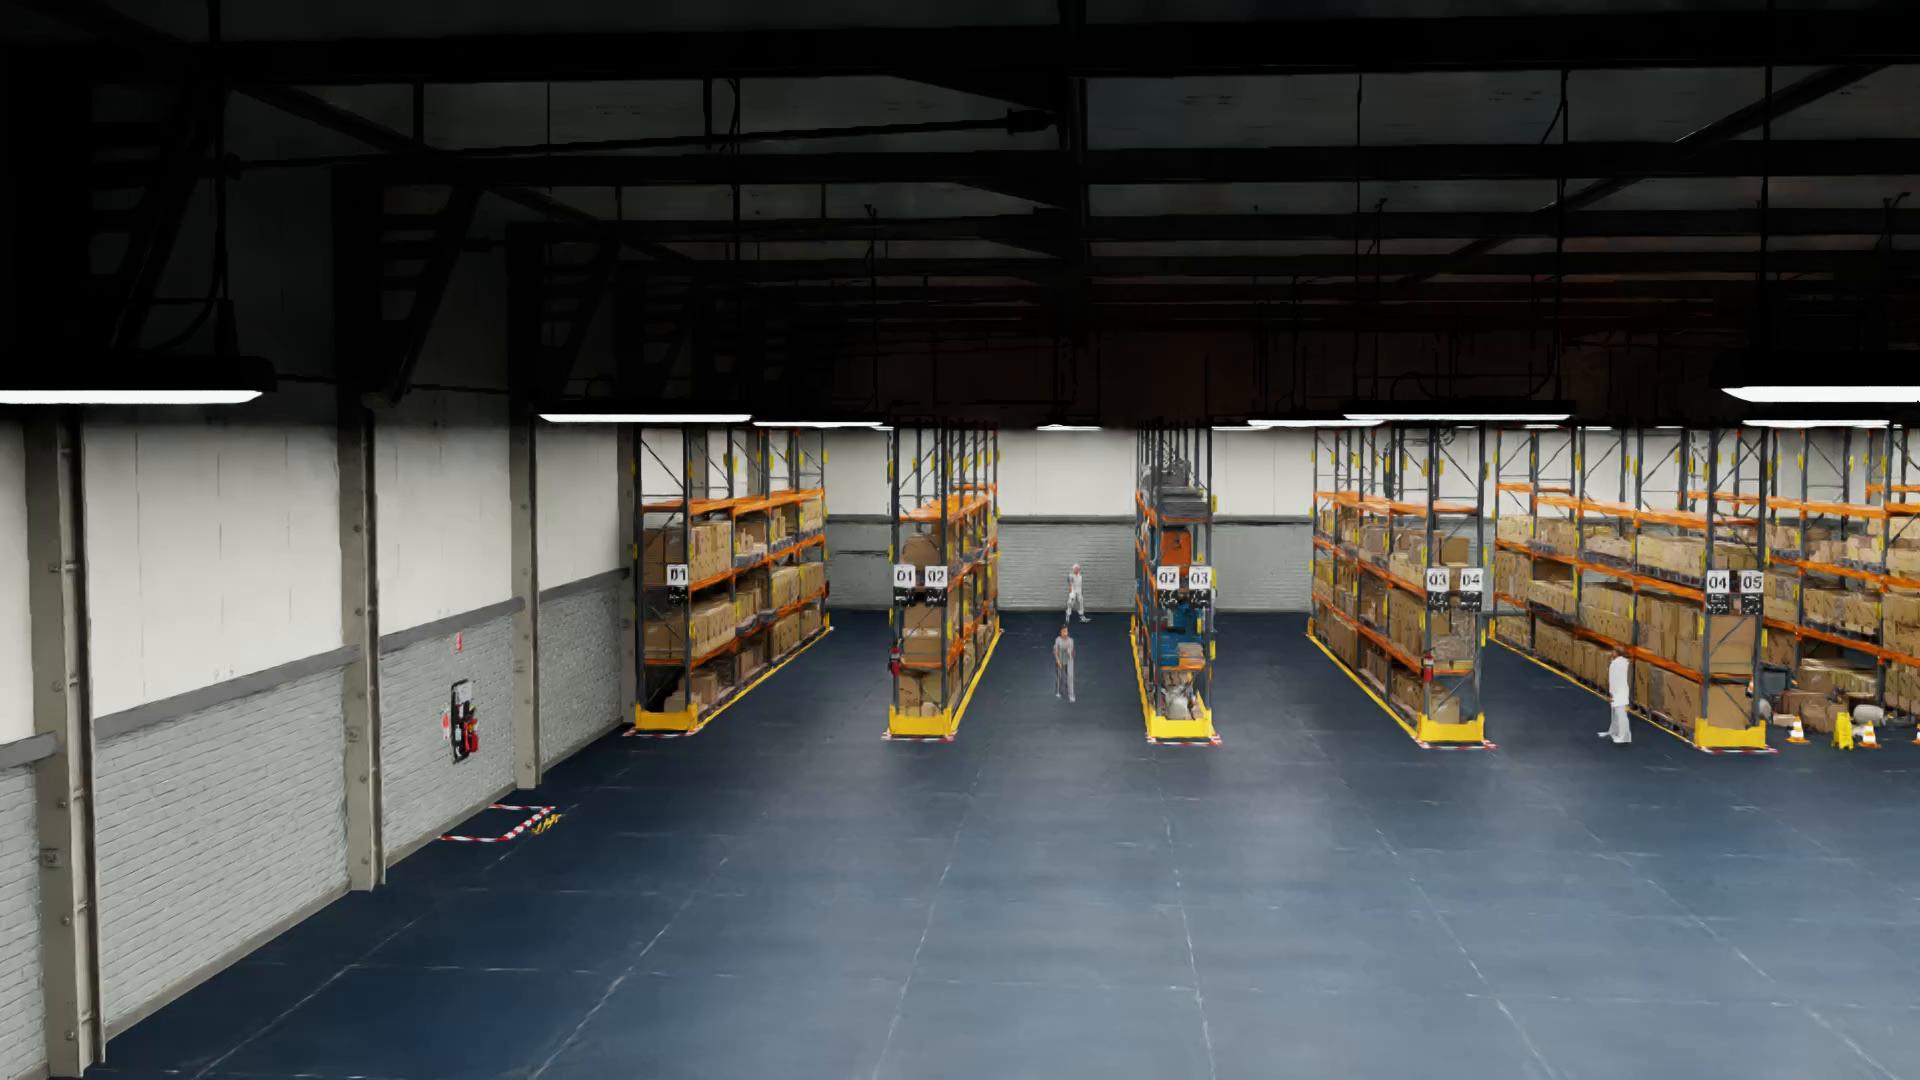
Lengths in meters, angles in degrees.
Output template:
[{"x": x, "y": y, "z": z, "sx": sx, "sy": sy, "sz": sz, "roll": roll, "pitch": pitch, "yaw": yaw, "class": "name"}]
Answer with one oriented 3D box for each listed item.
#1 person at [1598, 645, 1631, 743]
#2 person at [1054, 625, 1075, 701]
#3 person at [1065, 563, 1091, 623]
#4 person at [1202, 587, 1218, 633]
[{"x": 12.116, "y": 2.811, "z": 30.712, "sx": 0.629, "sy": 1.773, "sz": 0.678, "roll": 2, "pitch": 4, "yaw": 33, "class": "person"}, {"x": 2.209, "y": 2.599, "z": 35.332, "sx": 0.444, "sy": 1.604, "sz": 1.016, "roll": 0, "pitch": 4, "yaw": -3, "class": "person"}, {"x": 3.491, "y": 1.576, "z": 49.693, "sx": 0.567, "sy": 1.781, "sz": 0.718, "roll": 4, "pitch": 5, "yaw": 43, "class": "person"}, {"x": 7.069, "y": 1.801, "z": 47.260, "sx": 0.423, "sy": 1.669, "sz": 0.601, "roll": 2, "pitch": 4, "yaw": 27, "class": "person"}]
